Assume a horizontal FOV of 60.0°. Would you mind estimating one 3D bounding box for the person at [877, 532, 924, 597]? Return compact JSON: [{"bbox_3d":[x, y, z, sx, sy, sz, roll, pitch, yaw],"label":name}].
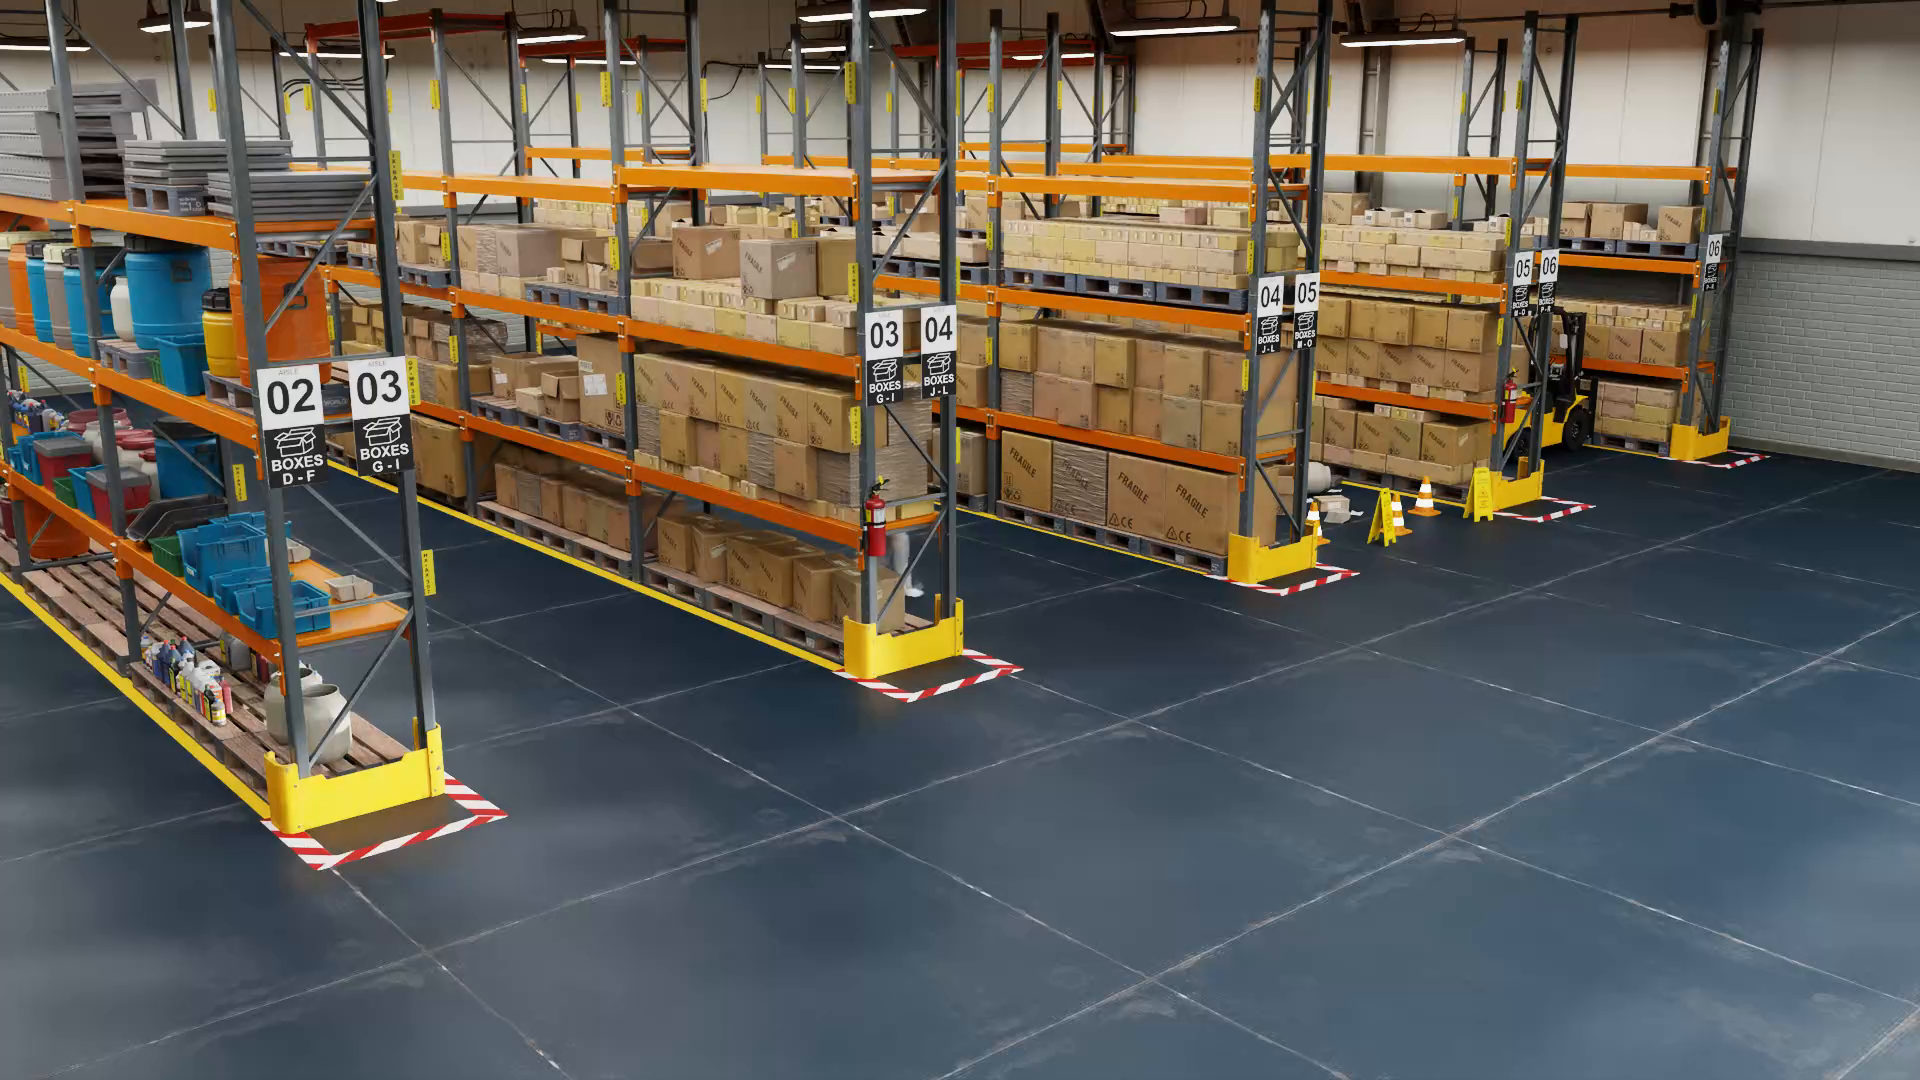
[{"bbox_3d":[-0.656,-0.255,17.021,0.646,1.667,0.491,3,15,13],"label":"person"}]
